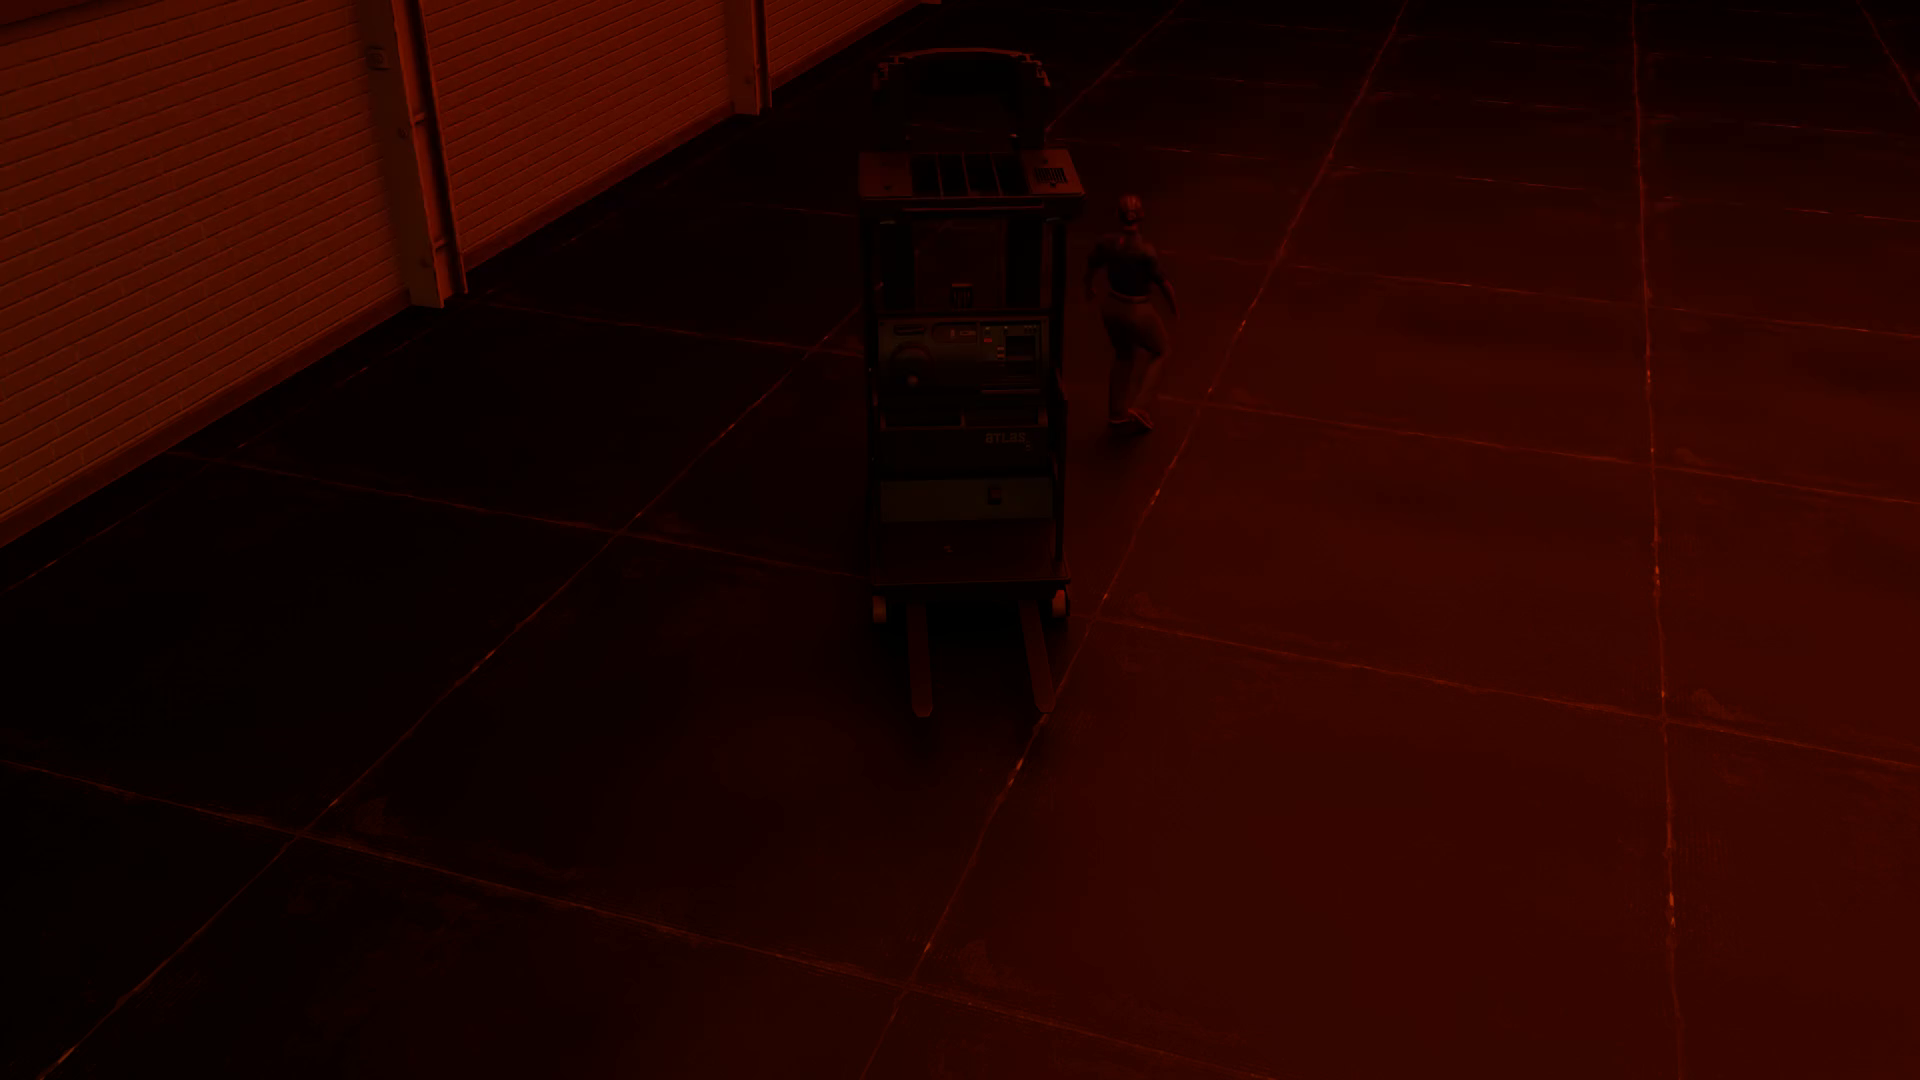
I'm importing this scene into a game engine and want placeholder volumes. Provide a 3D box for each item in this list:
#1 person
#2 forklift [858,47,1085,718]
[{"bbox_3d":[1.127,-1.538,11.171,0.709,1.641,0.434,25,38,37],"label":"person"},{"bbox_3d":[0.035,-0.972,8.842,1.130,2.935,3.031,-2,30,-3],"label":"forklift"}]
